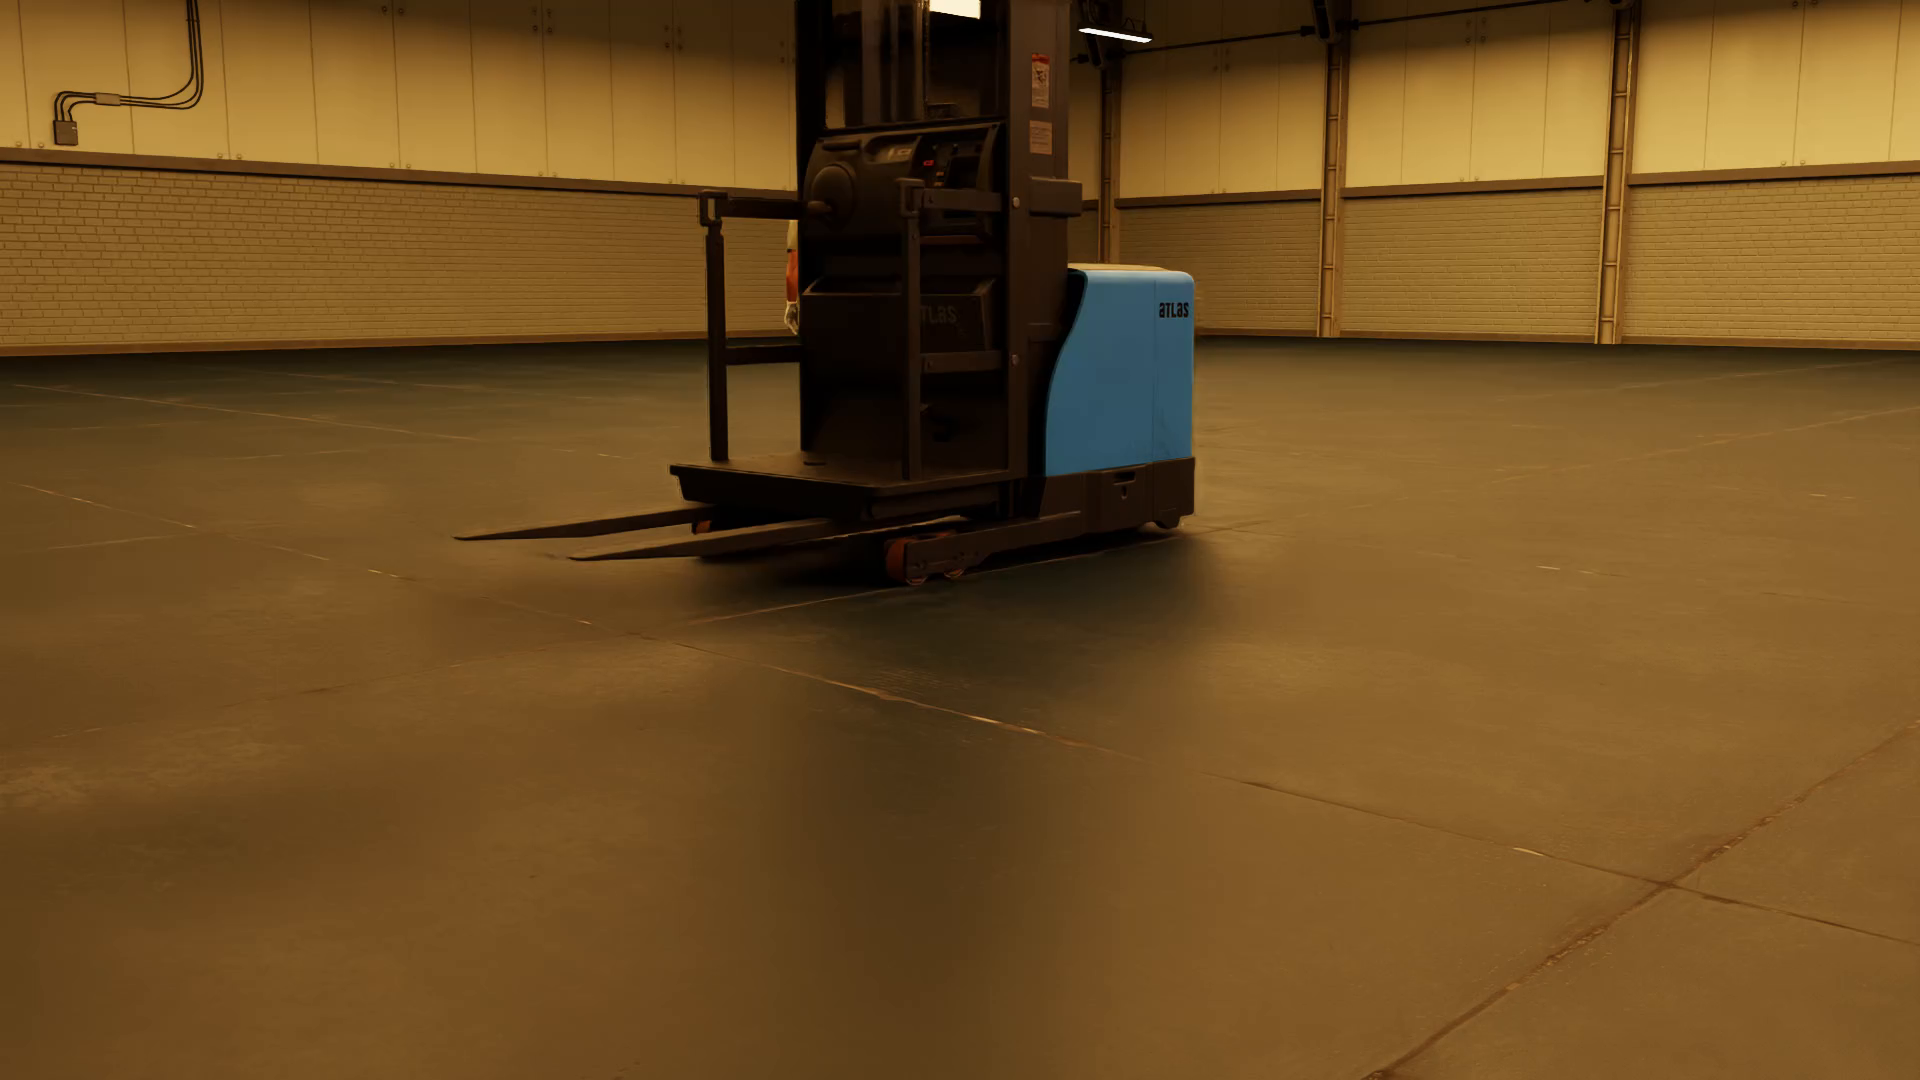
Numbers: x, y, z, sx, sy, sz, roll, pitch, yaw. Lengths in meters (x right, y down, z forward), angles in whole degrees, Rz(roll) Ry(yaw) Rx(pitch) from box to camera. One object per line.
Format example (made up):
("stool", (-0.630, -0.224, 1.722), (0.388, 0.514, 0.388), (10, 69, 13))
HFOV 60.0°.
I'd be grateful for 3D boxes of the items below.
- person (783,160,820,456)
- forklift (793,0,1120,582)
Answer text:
("person", (-0.755, -1.375, 9.894), (0.608, 1.777, 0.455), (-2, 9, -13))
("forklift", (0.010, -1.353, 5.857), (1.130, 2.935, 3.031), (1, 9, 4))
